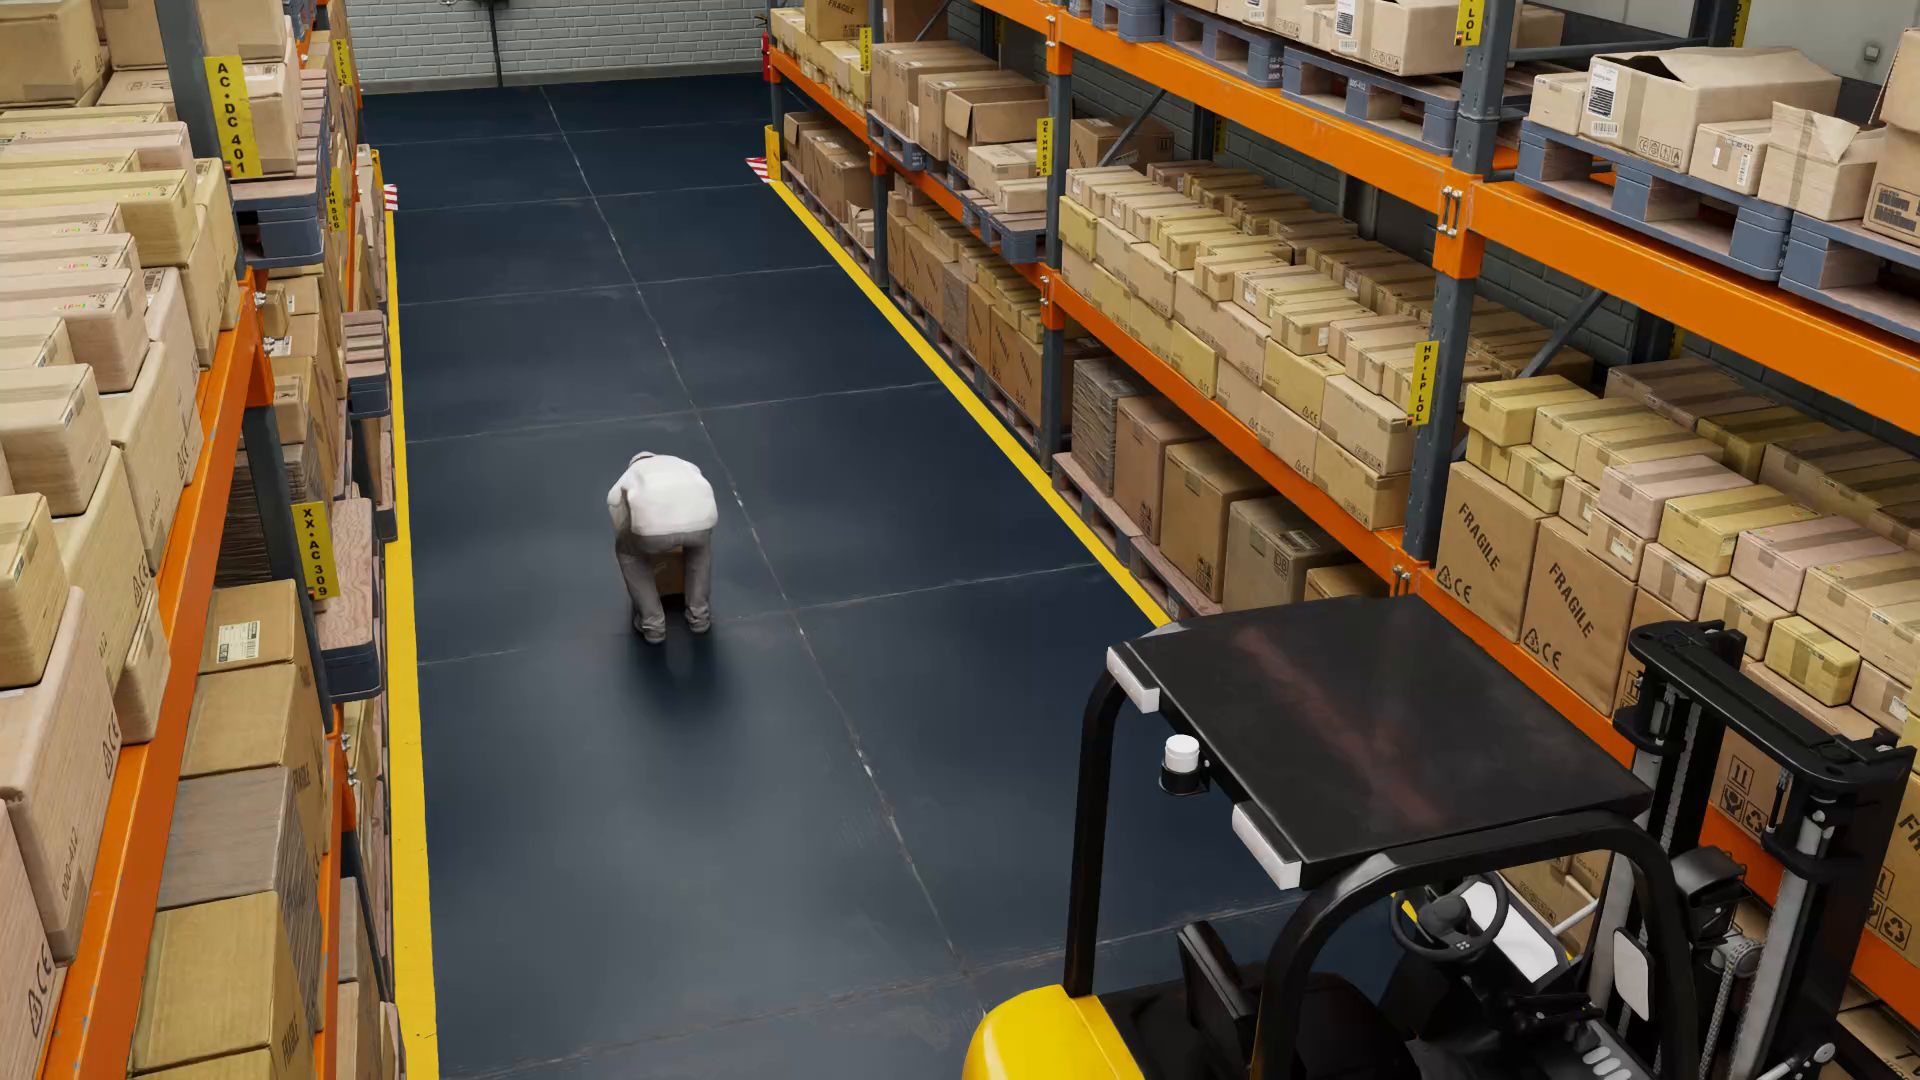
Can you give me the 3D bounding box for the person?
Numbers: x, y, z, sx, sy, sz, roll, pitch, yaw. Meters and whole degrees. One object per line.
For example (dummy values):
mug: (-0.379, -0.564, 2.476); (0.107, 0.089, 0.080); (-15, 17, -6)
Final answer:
person: (-1.536, -0.017, 8.593); (0.501, 0.915, 0.976); (-9, 28, -18)
